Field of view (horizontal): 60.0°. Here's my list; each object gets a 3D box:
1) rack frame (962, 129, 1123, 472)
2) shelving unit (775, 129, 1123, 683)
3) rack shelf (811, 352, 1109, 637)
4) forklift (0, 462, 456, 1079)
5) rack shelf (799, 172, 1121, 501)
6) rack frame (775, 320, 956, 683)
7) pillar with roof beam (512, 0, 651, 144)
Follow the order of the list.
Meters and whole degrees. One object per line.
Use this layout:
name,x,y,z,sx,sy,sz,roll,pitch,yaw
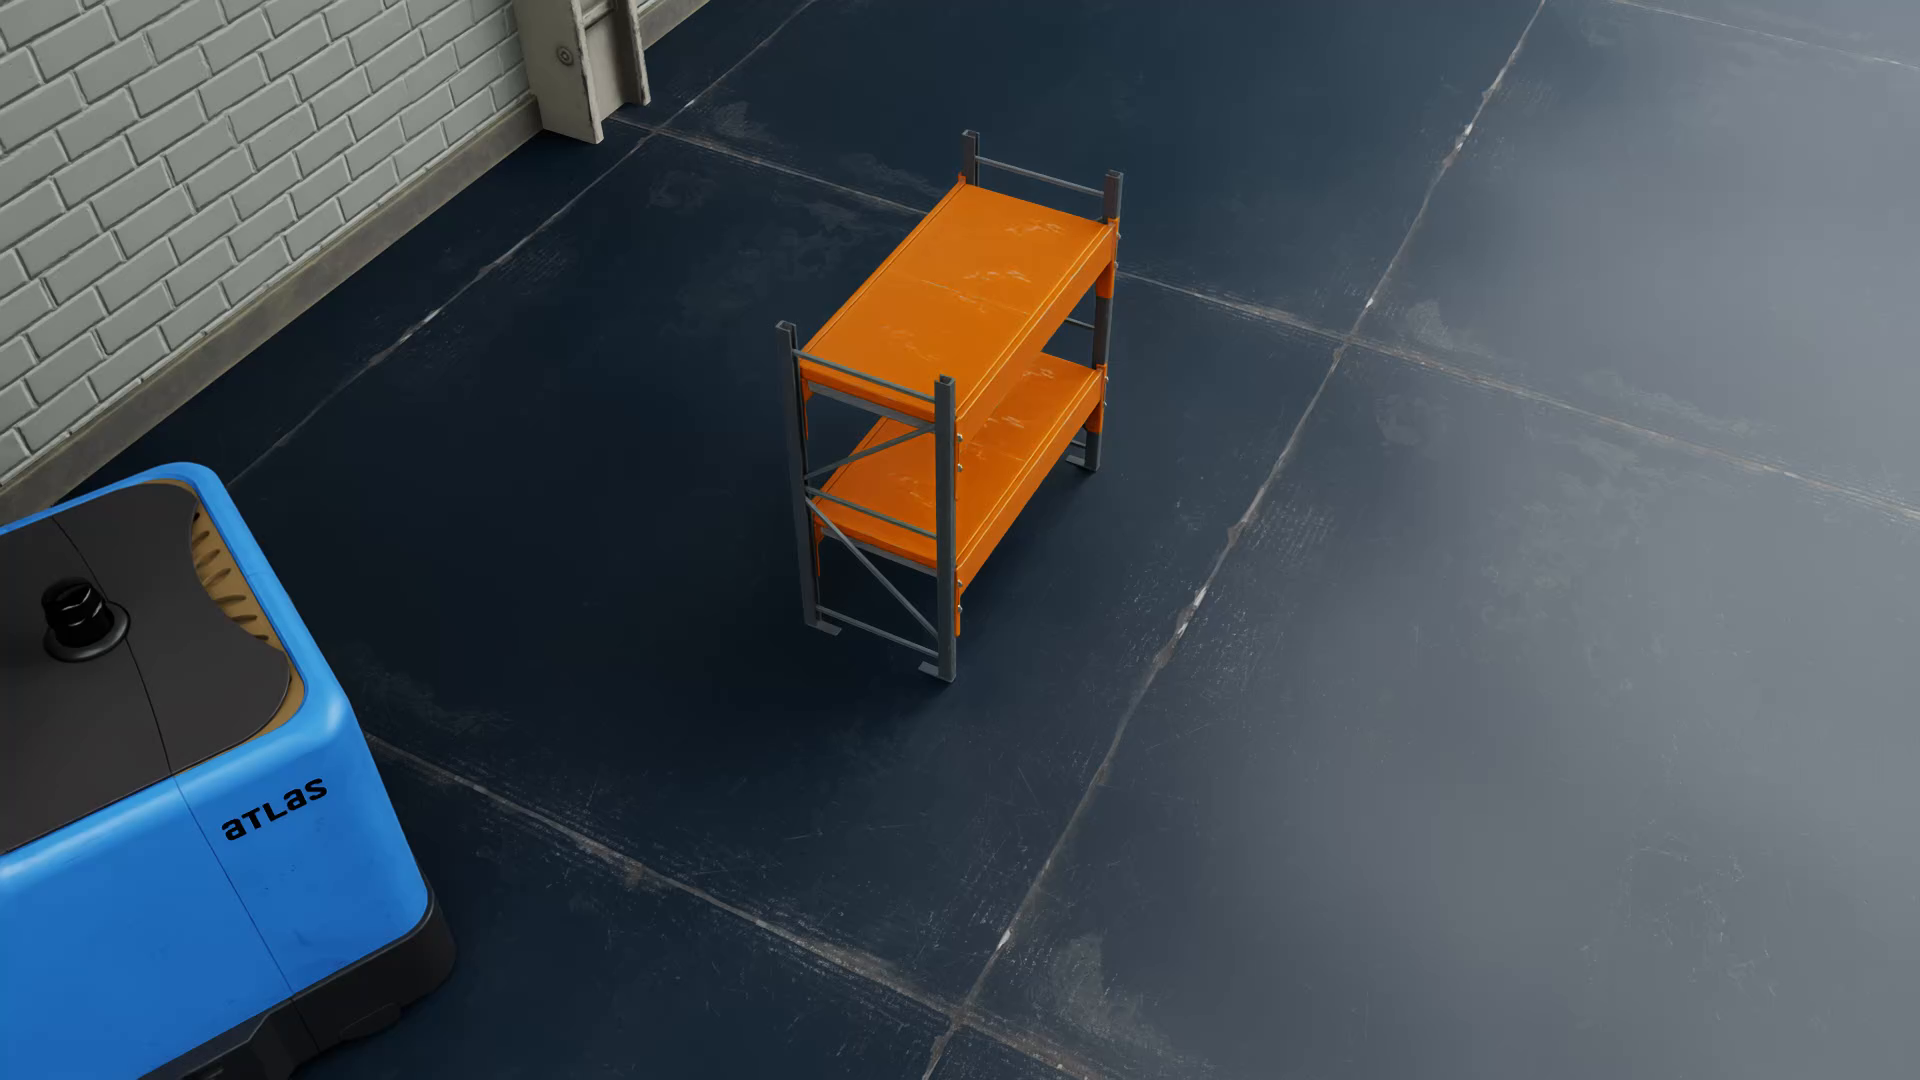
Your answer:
rack frame,0.233,-0.711,5.162,0.500,1.125,0.032,20,49,19
shelving unit,-0.003,-0.391,4.846,0.538,1.125,1.048,20,49,19
rack shelf,-0.003,-0.219,5.020,0.538,0.278,1.000,20,49,19
forklift,-2.746,0.402,2.792,3.031,2.935,1.130,-27,51,-24
rack shelf,-0.003,-0.597,4.638,0.538,0.278,1.000,20,49,19
rack frame,-0.239,-0.071,4.529,0.500,1.125,0.032,20,49,19
pillar with roof beam,2.268,-3.550,2.432,9.100,9.000,0.400,20,49,19
